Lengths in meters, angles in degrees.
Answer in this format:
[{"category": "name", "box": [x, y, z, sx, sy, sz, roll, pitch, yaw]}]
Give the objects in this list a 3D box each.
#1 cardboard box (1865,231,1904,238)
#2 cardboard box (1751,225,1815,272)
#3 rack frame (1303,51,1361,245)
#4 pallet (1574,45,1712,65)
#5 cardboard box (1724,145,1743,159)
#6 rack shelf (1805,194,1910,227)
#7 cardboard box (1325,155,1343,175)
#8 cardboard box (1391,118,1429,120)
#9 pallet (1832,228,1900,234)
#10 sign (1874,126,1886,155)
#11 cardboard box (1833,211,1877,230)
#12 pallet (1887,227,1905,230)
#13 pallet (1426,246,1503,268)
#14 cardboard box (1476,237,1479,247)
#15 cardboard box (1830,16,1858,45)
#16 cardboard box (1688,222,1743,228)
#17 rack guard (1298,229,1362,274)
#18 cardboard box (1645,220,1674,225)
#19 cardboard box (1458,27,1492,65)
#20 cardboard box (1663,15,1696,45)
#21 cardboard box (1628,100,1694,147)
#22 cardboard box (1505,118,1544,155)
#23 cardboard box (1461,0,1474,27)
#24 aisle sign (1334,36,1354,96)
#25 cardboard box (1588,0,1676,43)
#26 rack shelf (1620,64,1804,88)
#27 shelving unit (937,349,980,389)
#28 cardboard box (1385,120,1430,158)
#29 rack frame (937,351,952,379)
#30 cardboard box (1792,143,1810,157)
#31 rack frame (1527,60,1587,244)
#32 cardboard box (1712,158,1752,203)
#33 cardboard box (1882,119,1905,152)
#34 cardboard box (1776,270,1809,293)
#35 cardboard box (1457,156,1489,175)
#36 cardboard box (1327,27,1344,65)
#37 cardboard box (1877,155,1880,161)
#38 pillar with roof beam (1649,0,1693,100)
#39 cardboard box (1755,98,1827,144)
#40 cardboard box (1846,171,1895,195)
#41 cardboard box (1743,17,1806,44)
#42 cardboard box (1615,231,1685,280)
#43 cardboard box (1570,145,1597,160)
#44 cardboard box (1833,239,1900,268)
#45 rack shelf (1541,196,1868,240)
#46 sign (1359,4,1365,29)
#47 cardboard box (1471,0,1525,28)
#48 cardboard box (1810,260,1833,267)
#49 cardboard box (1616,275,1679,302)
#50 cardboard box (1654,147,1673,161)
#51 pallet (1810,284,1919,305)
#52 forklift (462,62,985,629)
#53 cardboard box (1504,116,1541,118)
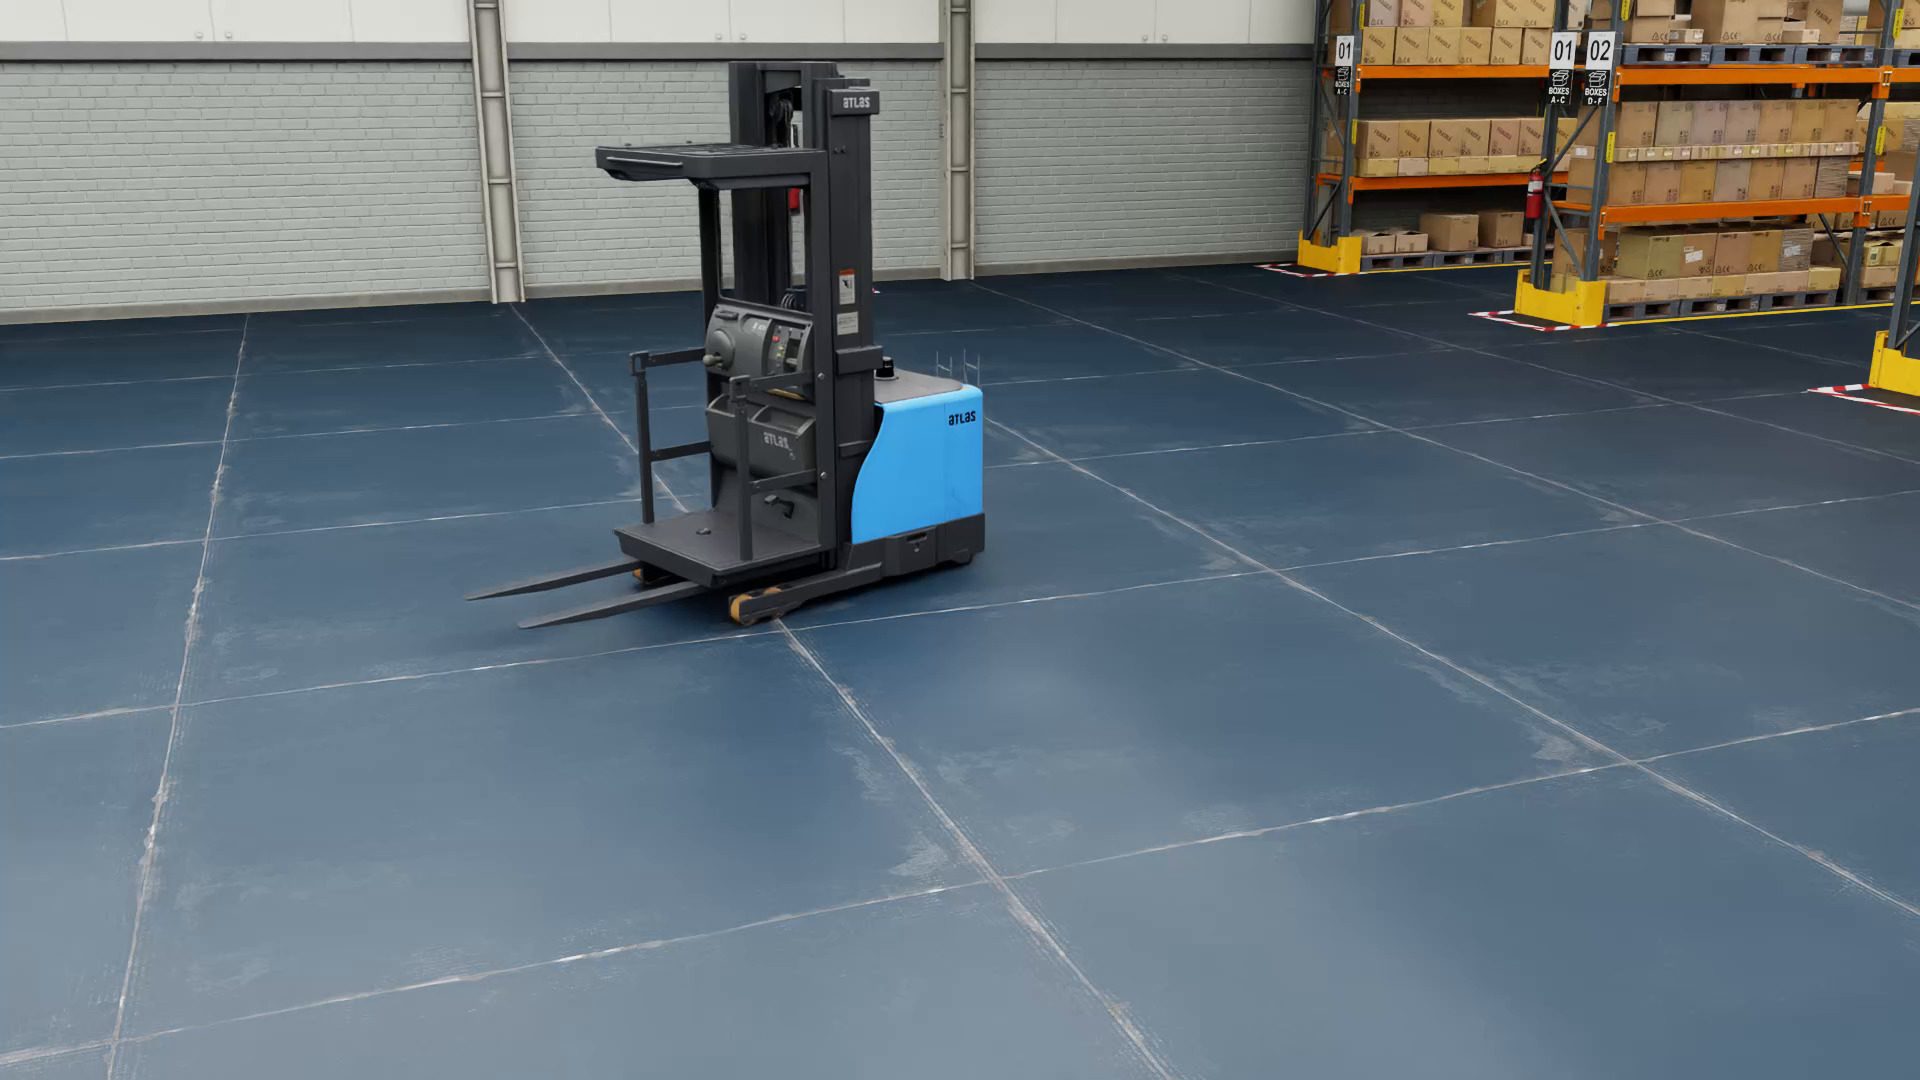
[{"category": "cardboard box", "box": [11.953, -3.806, 21.374, 0.500, 0.311, 0.500, -6, 17, -20]}, {"category": "cardboard box", "box": [9.901, -3.525, 20.081, 0.500, 0.500, 0.500, -6, 17, -20]}, {"category": "rack frame", "box": [5.216, -5.334, 23.439, 0.127, 3.000, 1.000, -6, 17, -20]}, {"category": "pallet", "box": [7.661, -5.492, 18.811, 1.213, 0.211, 1.003, -6, 17, -20]}, {"category": "cardboard box", "box": [8.871, -4.528, 19.365, 0.250, 0.149, 0.380, -6, 17, -20]}, {"category": "rack shelf", "box": [12.595, -4.291, 21.163, 4.000, 0.370, 1.077, -6, 17, -20]}, {"category": "cardboard box", "box": [5.583, -5.370, 23.791, 0.500, 0.250, 0.500, -6, 17, -19]}, {"category": "cardboard box", "box": [6.535, -5.836, 24.049, 0.500, 0.500, 0.500, -7, 18, -22]}, {"category": "pallet", "box": [14.587, -4.984, 27.197, 1.213, 0.211, 1.003, -6, 17, -20]}, {"category": "sign", "box": [10.927, -4.742, 19.745, 0.005, 0.325, 0.100, -6, 17, -20]}, {"category": "cardboard box", "box": [14.240, -5.437, 26.859, 0.750, 0.750, 0.750, -6, 17, -20]}, {"category": "pallet", "box": [15.728, -5.108, 27.619, 1.213, 0.211, 1.003, -6, 17, -20]}, {"category": "pallet", "box": [7.195, -4.198, 24.520, 1.213, 0.211, 1.003, -6, 17, -20]}, {"category": "cardboard box", "box": [7.450, -4.425, 24.621, 0.250, 0.149, 0.380, -8, 18, -25]}, {"category": "cardboard box", "box": [13.594, -7.970, 26.134, 0.500, 0.500, 0.700, -7, 18, -23]}, {"category": "cardboard box", "box": [9.248, -3.611, 20.376, 0.500, 0.500, 0.500, -6, 17, -20]}, {"category": "rack guard", "box": [5.287, -4.142, 23.817, 0.348, 0.500, 1.175, -6, 17, -20]}, {"category": "cardboard box", "box": [10.588, -4.934, 25.731, 0.500, 0.500, 0.700, -6, 17, -19]}, {"category": "cardboard box", "box": [7.108, -6.957, 23.427, 0.500, 0.500, 0.500, -5, 17, -17]}, {"category": "cardboard box", "box": [10.642, -7.584, 24.856, 0.500, 0.500, 0.500, -7, 18, -22]}, {"category": "cardboard box", "box": [7.971, -4.805, 19.157, 0.500, 0.500, 0.700, -7, 18, -22]}, {"category": "cardboard box", "box": [8.156, -5.854, 24.109, 0.500, 0.500, 0.500, -6, 17, -20]}, {"category": "cardboard box", "box": [6.971, -7.573, 23.753, 0.500, 0.500, 0.500, -6, 17, -20]}, {"category": "aisle sign", "box": [5.256, -6.495, 22.779, 0.004, 0.787, 0.394, -6, 17, -20]}, {"category": "cardboard box", "box": [7.530, -5.845, 18.679, 0.637, 0.503, 0.797, -5, 17, -16]}, {"category": "rack shelf", "box": [10.819, -7.033, 25.177, 4.000, 0.370, 1.077, -6, 17, -20]}, {"category": "shelving unit", "box": [-0.011, -0.575, 10.426, 0.189, 1.200, 0.258, -7, 18, -21]}, {"category": "cardboard box", "box": [6.234, -5.648, 23.407, 0.500, 0.500, 0.500, -6, 17, -20]}, {"category": "rack frame", "box": [-0.096, -0.565, 10.393, 0.006, 1.200, 0.240, -7, 18, -21]}, {"category": "cardboard box", "box": [9.830, -4.632, 19.718, 0.250, 0.149, 0.380, -6, 17, -20]}, {"category": "rack frame", "box": [8.951, -5.737, 24.812, 0.127, 3.000, 1.000, -6, 17, -20]}, {"category": "cardboard box", "box": [8.877, -4.280, 19.670, 0.500, 0.500, 0.700, -6, 17, -18]}, {"category": "cardboard box", "box": [14.671, -6.477, 26.591, 0.500, 0.500, 0.500, -6, 17, -19]}, {"category": "cardboard box", "box": [9.902, -3.165, 20.185, 0.500, 0.250, 0.500, -6, 17, -20]}, {"category": "cardboard box", "box": [7.216, -5.394, 23.872, 0.500, 0.250, 0.500, -6, 17, -20]}, {"category": "cardboard box", "box": [5.515, -6.940, 23.369, 0.500, 0.500, 0.500, -5, 17, -16]}, {"category": "cardboard box", "box": [14.505, -6.159, 26.660, 0.250, 0.149, 0.380, -6, 17, -20]}, {"category": "pillar with roof beam", "box": [12.703, -7.983, 21.812, 0.400, 9.000, 9.100, -6, 17, -20]}, {"category": "cardboard box", "box": [9.844, -5.007, 19.846, 0.500, 0.500, 0.700, -6, 17, -20]}, {"category": "cardboard box", "box": [11.171, -4.424, 20.604, 0.500, 0.250, 0.500, -5, 17, -17]}, {"category": "cardboard box", "box": [9.658, -6.064, 19.764, 0.500, 0.311, 0.500, -7, 18, -23]}, {"category": "cardboard box", "box": [8.038, -3.320, 19.383, 0.500, 0.500, 0.500, -6, 17, -20]}, {"category": "cardboard box", "box": [7.280, -4.479, 19.198, 0.250, 0.149, 0.380, -6, 18, -21]}, {"category": "cardboard box", "box": [11.202, -3.562, 20.543, 0.500, 0.311, 0.500, -6, 17, -20]}, {"category": "rack shelf", "box": [8.859, -3.888, 19.790, 4.000, 0.370, 1.077, -6, 17, -20]}, {"category": "sign", "box": [5.410, -7.050, 22.407, 0.005, 0.325, 0.100, -6, 17, -20]}, {"category": "cardboard box", "box": [7.588, -7.479, 23.430, 0.500, 0.500, 0.500, -7, 18, -22]}, {"category": "cardboard box", "box": [11.011, -3.435, 21.105, 0.500, 0.250, 0.500, -6, 18, -21]}, {"category": "cardboard box", "box": [8.038, -2.960, 19.490, 0.500, 0.250, 0.500, -6, 17, -20]}, {"category": "cardboard box", "box": [7.914, -4.425, 19.016, 0.250, 0.149, 0.380, -6, 17, -20]}, {"category": "pallet", "box": [11.401, -3.181, 21.056, 1.213, 0.211, 1.003, -6, 17, -20]}, {"category": "forklift", "box": [-1.282, -1.107, 9.167, 3.031, 2.935, 1.130, -14, 22, -40]}, {"category": "cardboard box", "box": [8.437, -6.042, 24.751, 0.500, 0.500, 0.500, -7, 18, -21]}]
